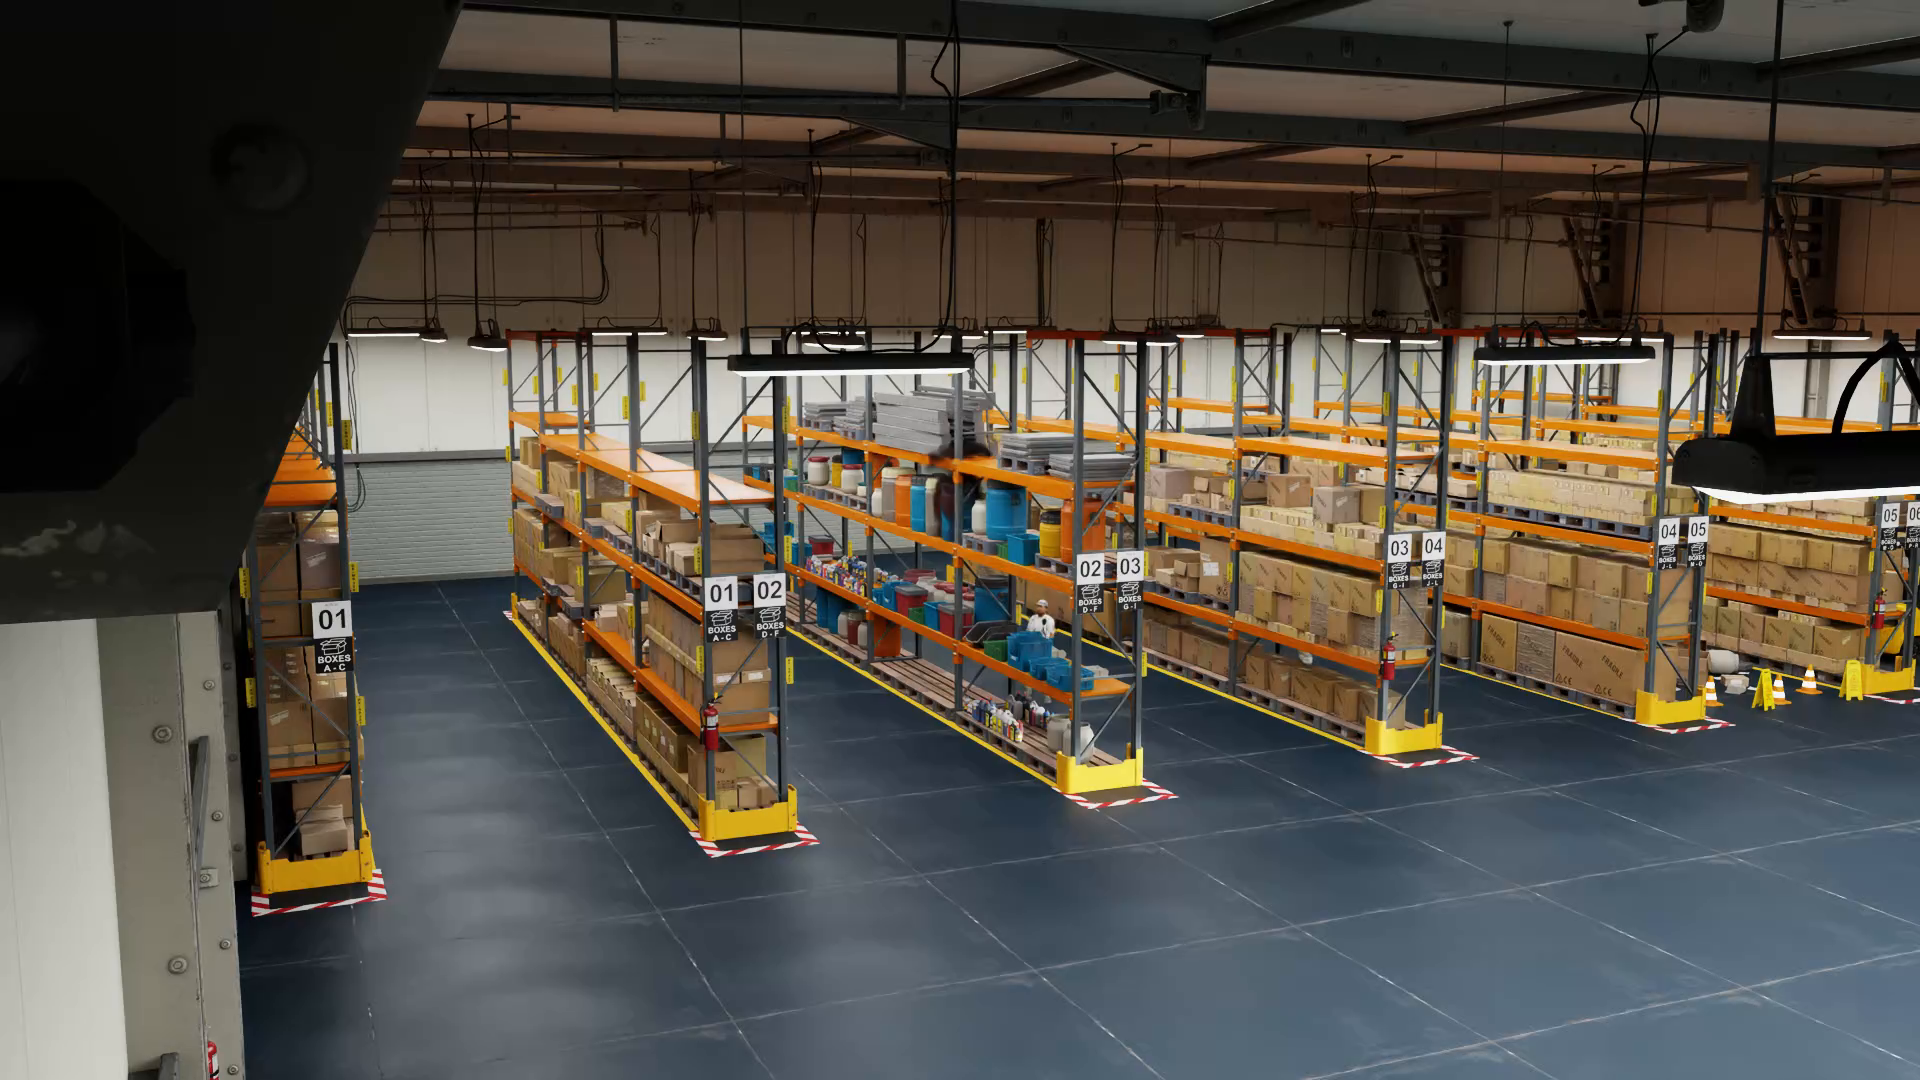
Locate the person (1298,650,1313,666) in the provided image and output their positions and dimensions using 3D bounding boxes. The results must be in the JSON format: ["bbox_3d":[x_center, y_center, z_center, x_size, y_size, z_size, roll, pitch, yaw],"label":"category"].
[{"bbox_3d":[6.043,1.499,29.094,0.493,1.786,0.620,-2,8,-12],"label":"person"}]

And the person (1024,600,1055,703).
[{"bbox_3d":[1.278,1.802,27.058,0.527,1.663,0.411,2,8,15],"label":"person"}]
